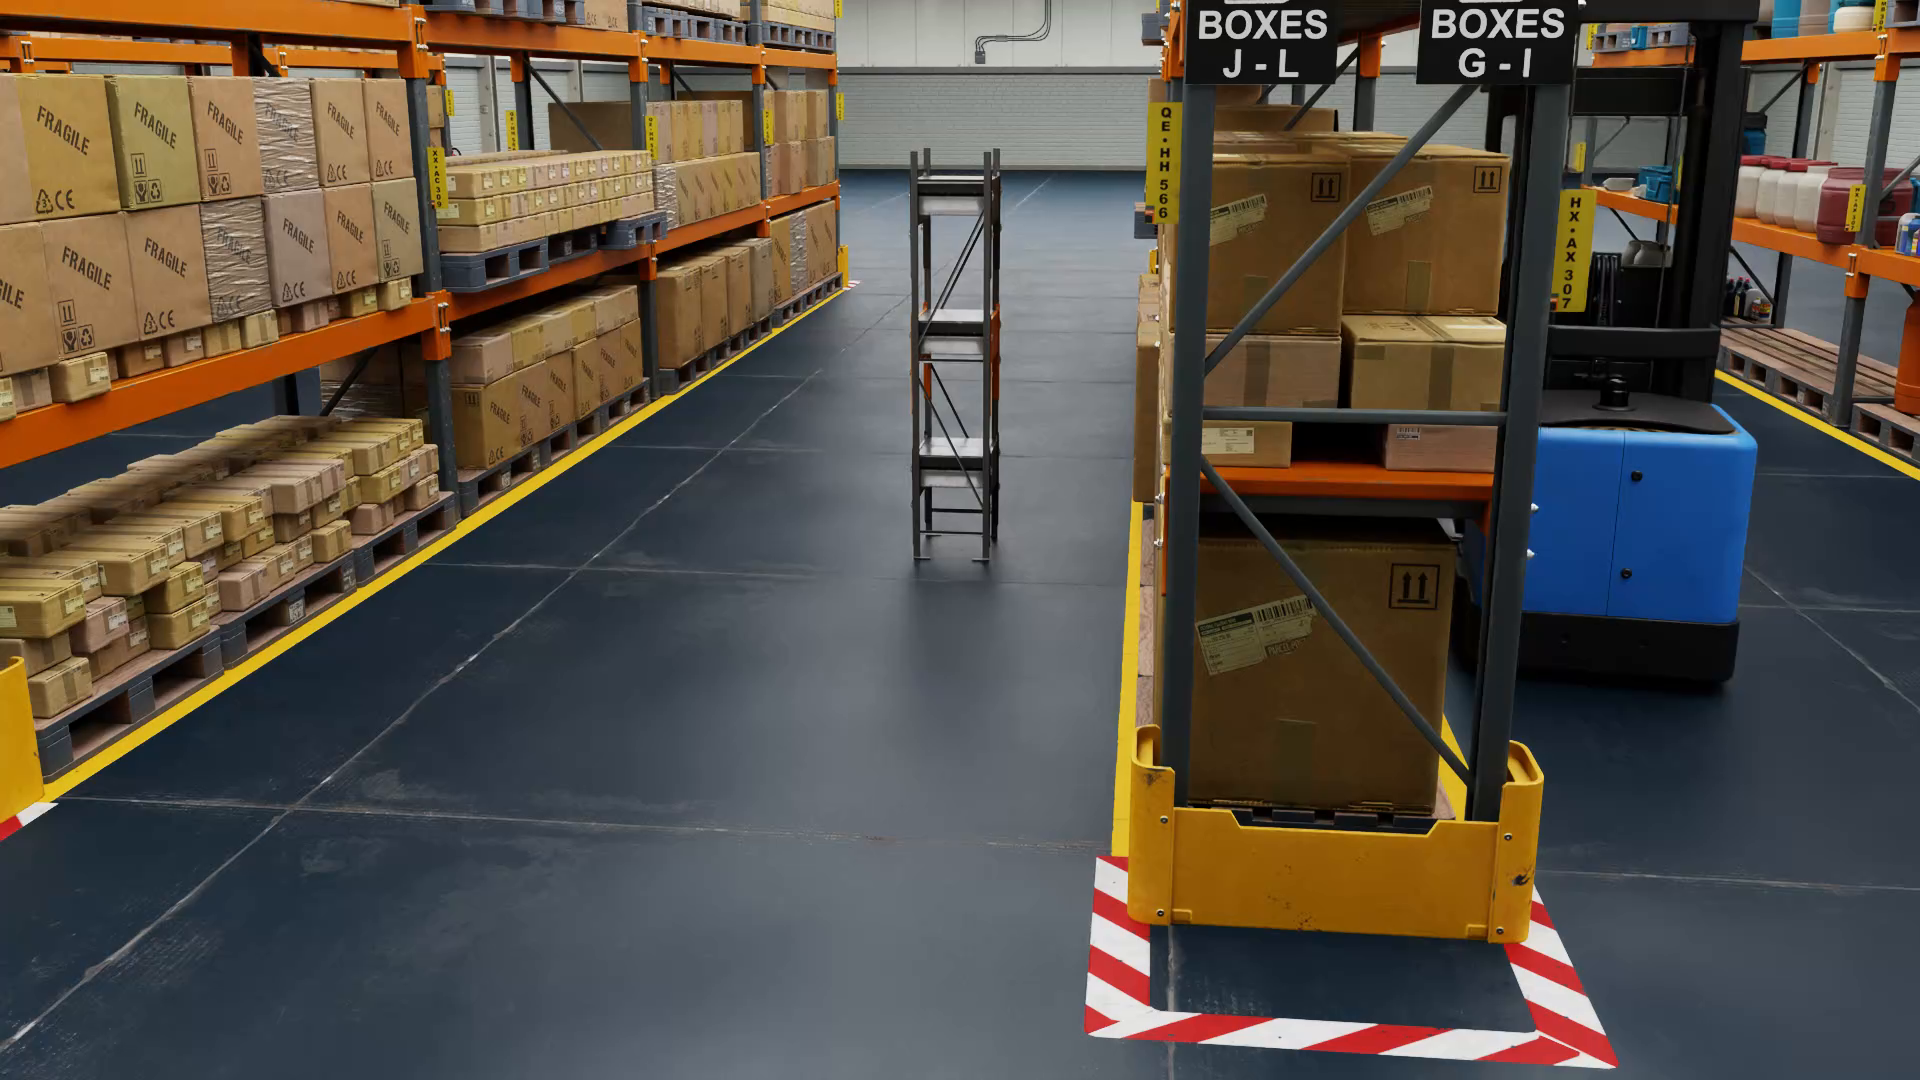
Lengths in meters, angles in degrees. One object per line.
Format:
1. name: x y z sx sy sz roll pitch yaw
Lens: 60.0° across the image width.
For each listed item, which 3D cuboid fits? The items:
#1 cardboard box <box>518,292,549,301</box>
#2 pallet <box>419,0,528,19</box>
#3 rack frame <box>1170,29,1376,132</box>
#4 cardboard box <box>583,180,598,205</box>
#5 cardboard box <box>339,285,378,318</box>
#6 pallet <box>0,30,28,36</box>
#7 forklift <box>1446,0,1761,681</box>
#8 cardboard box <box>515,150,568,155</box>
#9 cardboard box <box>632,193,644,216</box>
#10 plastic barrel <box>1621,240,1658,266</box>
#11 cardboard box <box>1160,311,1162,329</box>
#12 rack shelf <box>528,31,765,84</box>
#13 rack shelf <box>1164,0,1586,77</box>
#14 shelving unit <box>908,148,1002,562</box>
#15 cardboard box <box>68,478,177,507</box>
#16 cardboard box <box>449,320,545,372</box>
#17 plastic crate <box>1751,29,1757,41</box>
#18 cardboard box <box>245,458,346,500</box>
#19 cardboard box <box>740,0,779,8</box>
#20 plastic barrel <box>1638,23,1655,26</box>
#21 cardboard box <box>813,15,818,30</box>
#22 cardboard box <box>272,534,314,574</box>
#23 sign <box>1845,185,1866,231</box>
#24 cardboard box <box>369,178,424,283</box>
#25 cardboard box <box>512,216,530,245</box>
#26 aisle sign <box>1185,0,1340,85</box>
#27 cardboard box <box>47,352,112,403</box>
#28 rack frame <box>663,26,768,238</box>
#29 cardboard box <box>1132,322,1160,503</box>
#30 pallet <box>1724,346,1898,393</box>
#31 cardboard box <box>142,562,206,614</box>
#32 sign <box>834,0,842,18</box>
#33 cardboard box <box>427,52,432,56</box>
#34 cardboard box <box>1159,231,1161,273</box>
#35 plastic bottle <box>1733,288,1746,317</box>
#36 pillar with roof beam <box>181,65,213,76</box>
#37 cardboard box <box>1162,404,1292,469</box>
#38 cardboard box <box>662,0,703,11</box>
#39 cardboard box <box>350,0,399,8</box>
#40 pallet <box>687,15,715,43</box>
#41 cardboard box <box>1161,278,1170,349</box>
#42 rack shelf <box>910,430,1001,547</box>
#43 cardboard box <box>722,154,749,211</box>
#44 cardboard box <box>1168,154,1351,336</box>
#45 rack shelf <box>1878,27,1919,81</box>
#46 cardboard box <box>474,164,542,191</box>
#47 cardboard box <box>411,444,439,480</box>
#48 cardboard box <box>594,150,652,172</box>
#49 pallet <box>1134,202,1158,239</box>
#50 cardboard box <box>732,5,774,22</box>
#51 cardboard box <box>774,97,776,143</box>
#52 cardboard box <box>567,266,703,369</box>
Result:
1. cardboard box: -3.289 -1.643 12.041 0.500 0.250 0.500 2 15 6
2. pallet: -3.190 -3.065 9.365 1.213 0.211 1.003 2 15 6
3. rack frame: 1.552 -1.379 8.515 1.000 3.000 0.127 2 15 6
4. cardboard box: -2.660 -2.337 11.167 0.380 0.149 0.250 2 15 8
5. cardboard box: -3.175 -1.211 8.376 0.380 0.149 0.250 2 15 8
6. pallet: -7.863 -3.896 12.441 1.213 0.211 1.003 2 15 9
7. forklift: 2.993 -1.182 7.920 1.130 2.935 3.031 4 16 13
8. cardboard box: -3.159 -2.842 12.463 0.380 0.149 0.250 2 15 6
9. cardboard box: -2.542 -2.464 12.205 0.380 0.149 0.250 2 15 6
10. plastic barrel: 7.829 -3.174 19.116 0.421 0.512 0.421 0 15 0
11. cardboard box: 1.073 -0.920 7.297 0.380 0.149 0.250 1 15 5
12. rack shelf: -2.688 -4.208 14.609 1.077 0.370 4.000 2 15 6
13. rack shelf: 1.326 -1.961 6.299 1.077 0.370 4.000 2 15 6
14. shelving unit: -0.019 -0.971 8.729 0.431 2.100 0.503 2 15 6
15. cardboard box: -3.812 -0.177 7.588 0.380 0.149 0.250 2 15 7
16. cardboard box: -2.962 -1.231 10.517 0.500 0.250 0.500 2 15 8
17. plastic crate: 7.824 -5.055 16.768 0.336 0.188 0.450 2 15 6
18. cardboard box: -3.203 -0.295 8.023 0.380 0.149 0.250 1 15 4
19. cardboard box: -2.129 -5.515 16.785 0.500 0.250 0.500 2 15 7
20. plastic barrel: 7.899 -6.074 18.503 0.600 0.830 0.708 2 15 6
21. cardboard box: -1.827 -5.881 18.903 0.380 0.149 0.250 1 15 5
22. cardboard box: -3.284 0.068 7.820 0.380 0.149 0.250 2 15 7
23. sign: 6.377 -2.364 11.844 0.100 0.325 0.005 2 15 6
24. cardboard box: -3.139 -1.609 8.605 0.500 0.500 0.500 2 15 6
25. cardboard box: -2.806 -1.858 9.964 0.380 0.149 0.250 2 15 7
26. aisle sign: 0.794 -1.586 4.302 0.394 0.787 0.004 2 15 6
27. cardboard box: -3.383 -0.602 6.124 0.380 0.149 0.250 1 15 5
28. rack frame: -2.462 -3.626 16.825 1.000 3.000 0.127 2 15 6
29. cardboard box: 1.604 -0.722 9.353 1.225 0.875 0.875 2 15 6
30. pallet: 7.191 -1.440 14.082 1.003 0.211 1.213 2 15 6
31. cardboard box: -3.339 0.189 6.803 0.380 0.149 0.250 2 15 8
32. sign: -1.473 -6.481 20.093 0.100 0.325 0.005 2 15 6
33. cardboard box: -6.703 -6.009 20.373 0.380 0.149 0.250 2 15 7
34. cardboard box: 1.396 -1.685 9.454 0.500 0.500 0.500 2 15 8
35. plastic bottle: 7.751 -2.366 16.528 0.061 0.283 0.133 2 15 6
36. pillar with roof beam: -7.893 -9.100 25.575 9.100 9.000 0.400 2 15 6
37. cardboard box: 0.813 -0.322 5.088 0.380 0.149 0.250 2 15 7
38. cardboard box: -2.499 -4.689 14.184 0.500 0.311 0.500 1 15 5
39. cardboard box: -3.152 -2.791 8.280 0.500 0.250 0.500 2 15 8
40. pallet: -2.771 -4.404 14.318 1.003 0.211 1.213 2 15 9
41. cardboard box: 1.006 -0.810 6.127 0.500 0.250 0.500 1 15 4
42. rack shelf: -0.019 -0.282 8.915 0.431 0.518 0.480 2 15 6
43. cardboard box: -2.313 -3.400 15.798 0.500 0.500 0.500 2 15 6
44. cardboard box: 0.894 -0.909 5.057 0.500 0.500 0.500 2 15 7
45. rack shelf: 6.699 -2.852 9.596 1.077 0.370 4.000 2 15 6
46. cardboard box: -2.776 -2.212 10.133 0.380 0.149 0.250 1 15 6
47. cardboard box: -3.085 -0.430 9.094 0.380 0.149 0.250 2 15 7
48. cardboard box: -2.513 -2.817 12.369 0.380 0.149 0.250 1 15 4
49. pallet: 1.978 -2.512 13.072 1.213 0.211 1.003 2 15 6
50. cardboard box: -2.083 -5.288 16.711 0.380 0.149 0.250 1 15 5
51. cardboard box: -2.440 -4.460 17.555 0.875 0.550 0.550 2 15 6
52. cardboard box: -2.756 -1.861 13.802 1.050 0.750 0.750 1 15 5
